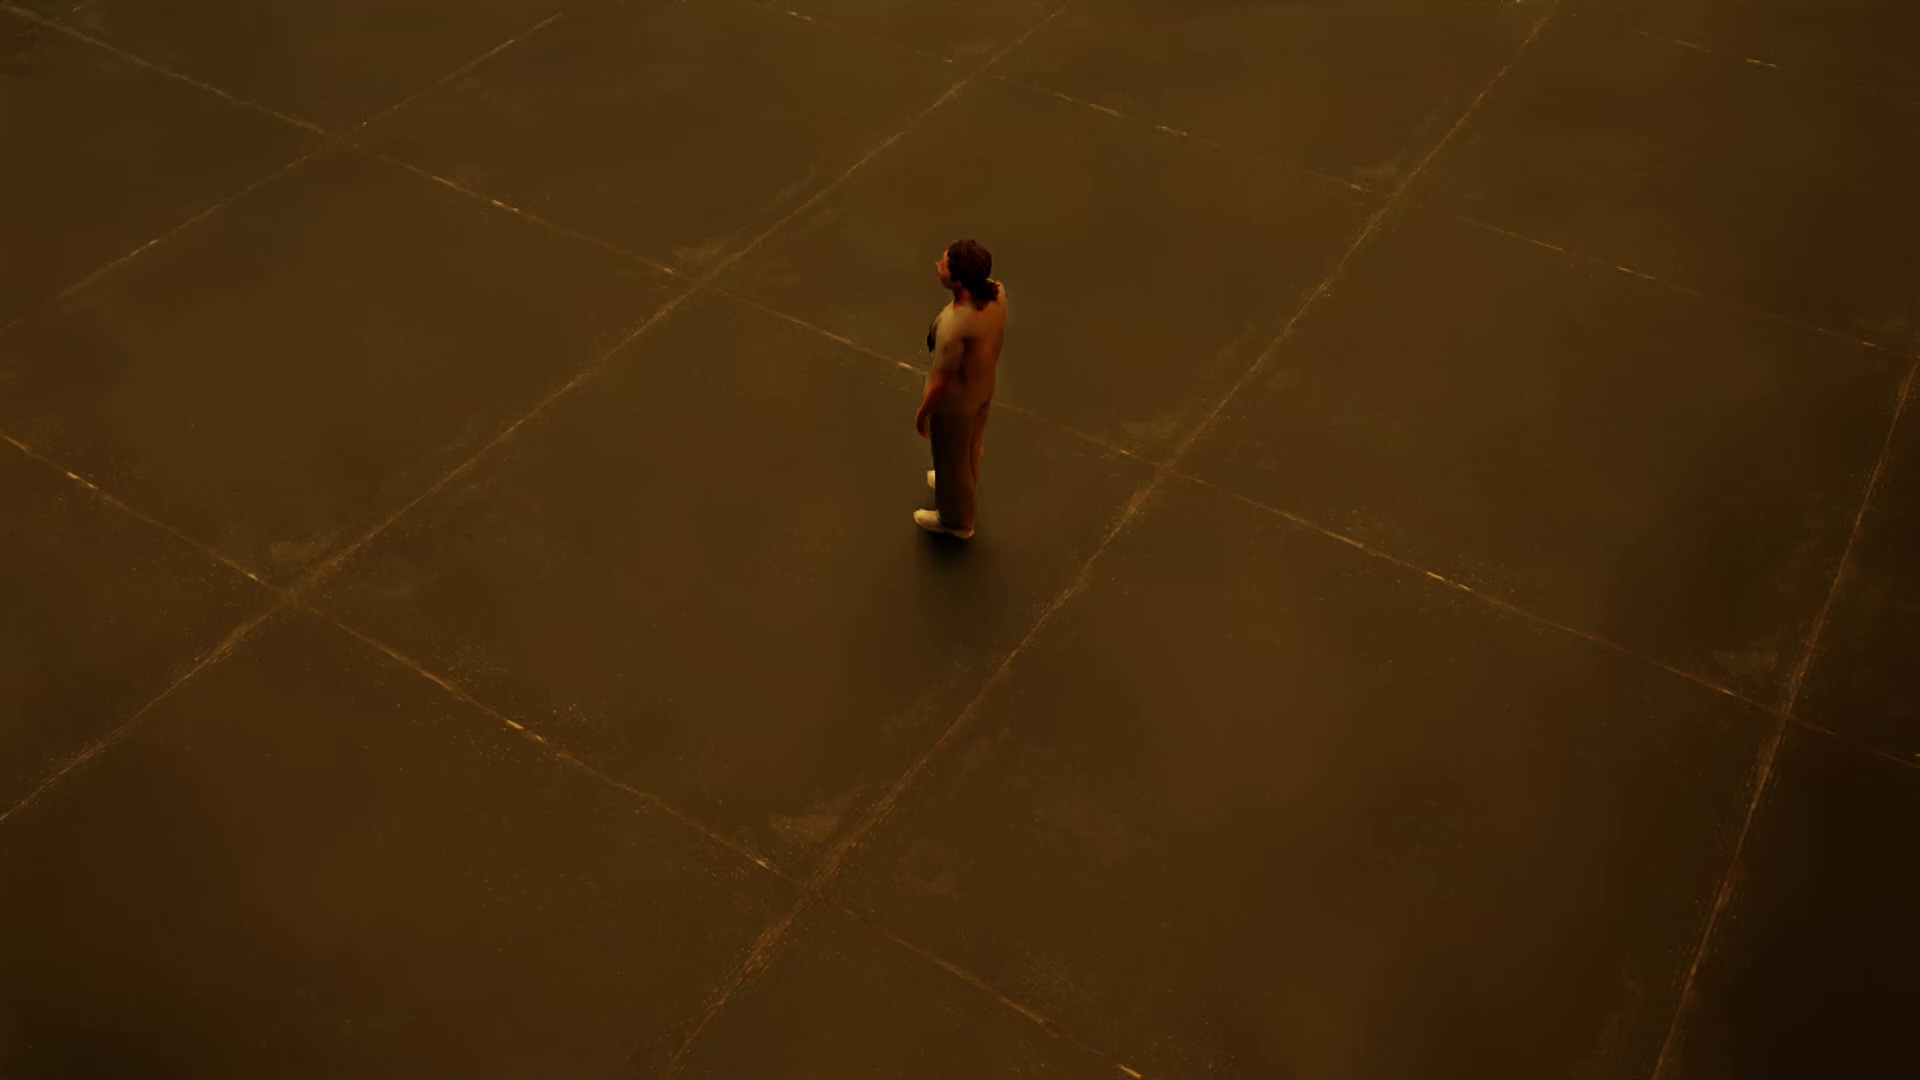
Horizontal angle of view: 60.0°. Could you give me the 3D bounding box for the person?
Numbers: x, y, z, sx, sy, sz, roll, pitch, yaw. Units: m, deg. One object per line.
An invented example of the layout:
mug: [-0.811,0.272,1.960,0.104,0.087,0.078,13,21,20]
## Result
person: [-0.054,-0.676,7.407,0.549,1.672,0.550,24,48,23]
